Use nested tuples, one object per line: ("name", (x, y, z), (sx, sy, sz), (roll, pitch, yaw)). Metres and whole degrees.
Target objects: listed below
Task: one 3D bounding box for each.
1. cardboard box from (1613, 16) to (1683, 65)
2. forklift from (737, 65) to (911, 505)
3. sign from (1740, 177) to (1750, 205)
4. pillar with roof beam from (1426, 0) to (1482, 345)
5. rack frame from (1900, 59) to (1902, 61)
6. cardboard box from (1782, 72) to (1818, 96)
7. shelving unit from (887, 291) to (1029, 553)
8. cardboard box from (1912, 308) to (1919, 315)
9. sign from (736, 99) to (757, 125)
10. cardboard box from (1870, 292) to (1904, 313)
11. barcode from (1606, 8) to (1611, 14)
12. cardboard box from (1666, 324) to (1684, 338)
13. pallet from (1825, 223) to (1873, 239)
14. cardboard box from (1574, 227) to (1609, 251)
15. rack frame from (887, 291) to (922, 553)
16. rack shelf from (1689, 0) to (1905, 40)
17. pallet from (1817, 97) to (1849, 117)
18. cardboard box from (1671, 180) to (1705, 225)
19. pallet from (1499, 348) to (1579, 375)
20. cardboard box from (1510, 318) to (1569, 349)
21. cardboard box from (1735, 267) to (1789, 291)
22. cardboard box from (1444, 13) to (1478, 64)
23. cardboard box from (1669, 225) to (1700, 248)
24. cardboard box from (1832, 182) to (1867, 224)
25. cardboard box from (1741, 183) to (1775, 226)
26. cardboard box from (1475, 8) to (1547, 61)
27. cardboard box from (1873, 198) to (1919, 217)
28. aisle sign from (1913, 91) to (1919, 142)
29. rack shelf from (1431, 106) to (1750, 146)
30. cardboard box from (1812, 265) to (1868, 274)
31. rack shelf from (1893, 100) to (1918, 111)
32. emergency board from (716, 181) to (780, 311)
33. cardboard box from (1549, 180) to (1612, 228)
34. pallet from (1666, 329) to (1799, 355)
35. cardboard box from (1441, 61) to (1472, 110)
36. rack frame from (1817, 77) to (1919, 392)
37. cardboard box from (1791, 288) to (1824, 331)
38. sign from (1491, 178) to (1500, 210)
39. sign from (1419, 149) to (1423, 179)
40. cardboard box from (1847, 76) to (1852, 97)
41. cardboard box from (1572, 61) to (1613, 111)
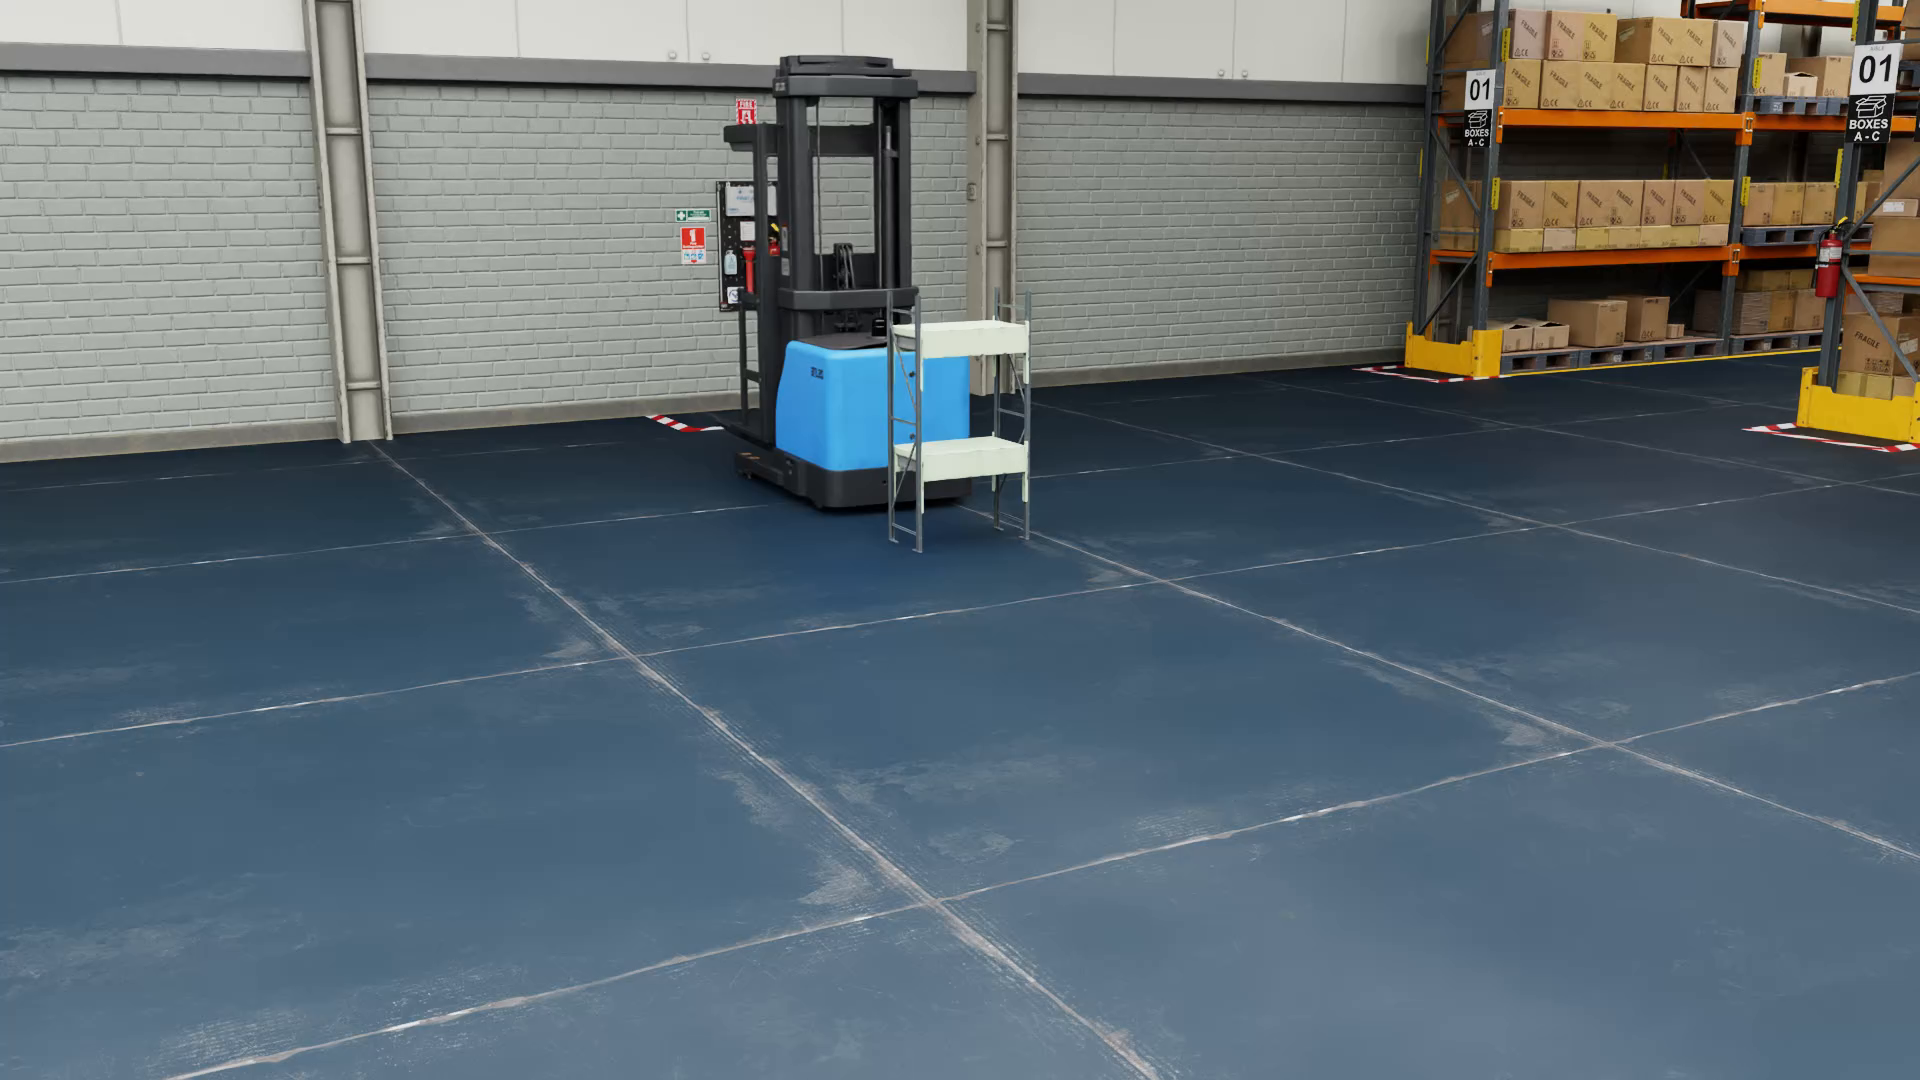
("cardboard box", (7.648, -5.539, 18.509), (0.500, 0.500, 0.500), (-7, 15, -30))
("forklift", (8.645, -0.252, 4.698), (12.119, 2.867, 22.555), (-6, 14, -25))
("sign", (9.154, -4.070, 19.390), (0.005, 0.325, 0.100), (-7, 14, -28))
("pillar with roof beam", (7.639, -5.668, 14.799), (0.400, 9.000, 9.100), (-7, 14, -28))
("rack frame", (12.400, -7.098, 21.155), (0.053, 2.616, 0.949), (-7, 14, -28))
("cardboard box", (9.946, -5.483, 20.056), (0.500, 0.311, 0.500), (-6, 14, -26))
("shelving unit", (-0.009, -0.731, 9.940), (0.748, 1.500, 0.431), (-7, 14, -28))
("cardboard box", (8.952, -1.827, 14.995), (0.500, 0.500, 0.500), (-7, 14, -28))
("sign", (-1.932, -3.836, 15.044), (0.199, 0.298, 0.001), (-7, 14, -28))
("cardboard box", (11.791, -3.081, 21.661), (0.500, 0.500, 0.700), (-7, 14, -27))
("barcode", (7.461, -6.078, 19.127), (0.075, 0.075, 0.001), (-7, 14, -28))
("cardboard box", (8.432, -2.522, 19.933), (0.250, 0.166, 0.380), (-9, 16, -35))
("pallet", (11.824, -3.983, 21.413), (1.003, 0.211, 1.213), (-7, 14, -28))
("cardboard box", (6.856, -3.367, 18.535), (0.500, 0.250, 0.500), (-7, 15, -29))
("rack frame", (-0.327, -0.692, 9.770), (0.023, 1.500, 0.400), (-7, 14, -28))
("rack shelf", (10.643, -6.342, 20.345), (4.000, 0.370, 1.077), (-7, 14, -28))
("pallet", (10.389, -5.277, 20.322), (1.003, 0.211, 1.213), (-7, 14, -28))
("cardboard box", (8.185, -3.891, 19.154), (0.500, 0.500, 0.500), (-7, 14, -28))
("pallet", (6.173, -2.057, 18.768), (1.213, 0.211, 1.003), (-7, 14, -28))
("cardboard box", (6.527, -2.349, 18.836), (0.500, 0.311, 0.500), (-6, 14, -23))
("cardboard box", (9.910, -3.240, 20.657), (0.500, 0.250, 0.500), (-7, 15, -29))
("cardboard box", (5.630, -5.436, 18.050), (0.500, 0.500, 0.500), (-6, 14, -25))
("cardboard box", (8.176, -3.529, 19.254), (0.500, 0.250, 0.500), (-7, 14, -28))
("cardboard box", (10.908, -4.249, 20.927), (0.500, 0.500, 0.700), (-7, 14, -28))
("cardboard box", (9.350, -4.062, 20.096), (0.500, 0.500, 0.700), (-7, 14, -28))
("cardboard box", (5.831, -5.334, 17.596), (0.500, 0.500, 0.500), (-8, 15, -32))
("cardboard box", (7.997, -2.818, 14.096), (0.250, 0.149, 0.380), (-7, 15, -29))
("aisle sign", (7.842, -3.579, 13.258), (0.004, 0.787, 0.394), (-7, 14, -28))
("rack shelf", (7.132, -4.653, 18.761), (4.000, 0.370, 1.077), (-7, 14, -28))
("cardboard box", (11.261, -3.399, 21.366), (0.500, 0.250, 0.500), (-7, 14, -27))
("rack shelf", (9.509, -3.769, 14.505), (3.687, 0.071, 0.831), (-7, 14, -28))
("emergency board", (-1.877, -2.687, 15.217), (0.643, 1.169, 0.194), (-7, 14, -28))
("cardboard box", (6.835, -3.728, 18.433), (0.500, 0.500, 0.500), (-7, 15, -30))
("pallet", (9.570, -2.473, 20.618), (1.213, 0.211, 1.003), (-7, 14, -28))
("cardboard box", (5.621, -4.945, 18.146), (0.500, 0.500, 0.500), (-6, 14, -24))
("rack frame", (7.753, -2.376, 13.836), (0.127, 3.000, 1.000), (-7, 14, -28))
("cardboard box", (10.422, -2.937, 21.019), (0.500, 0.500, 0.700), (-7, 14, -27))
("sign", (5.637, -3.648, 17.517), (0.005, 0.325, 0.100), (-7, 14, -28))
("sign", (5.128, -4.159, 18.399), (0.005, 0.325, 0.100), (-7, 14, -28))
("cardboard box", (11.216, -5.577, 20.947), (0.637, 0.503, 0.797), (-5, 14, -20))
("cardboard box", (6.732, -4.944, 18.143), (0.500, 0.500, 0.500), (-6, 14, -25))
